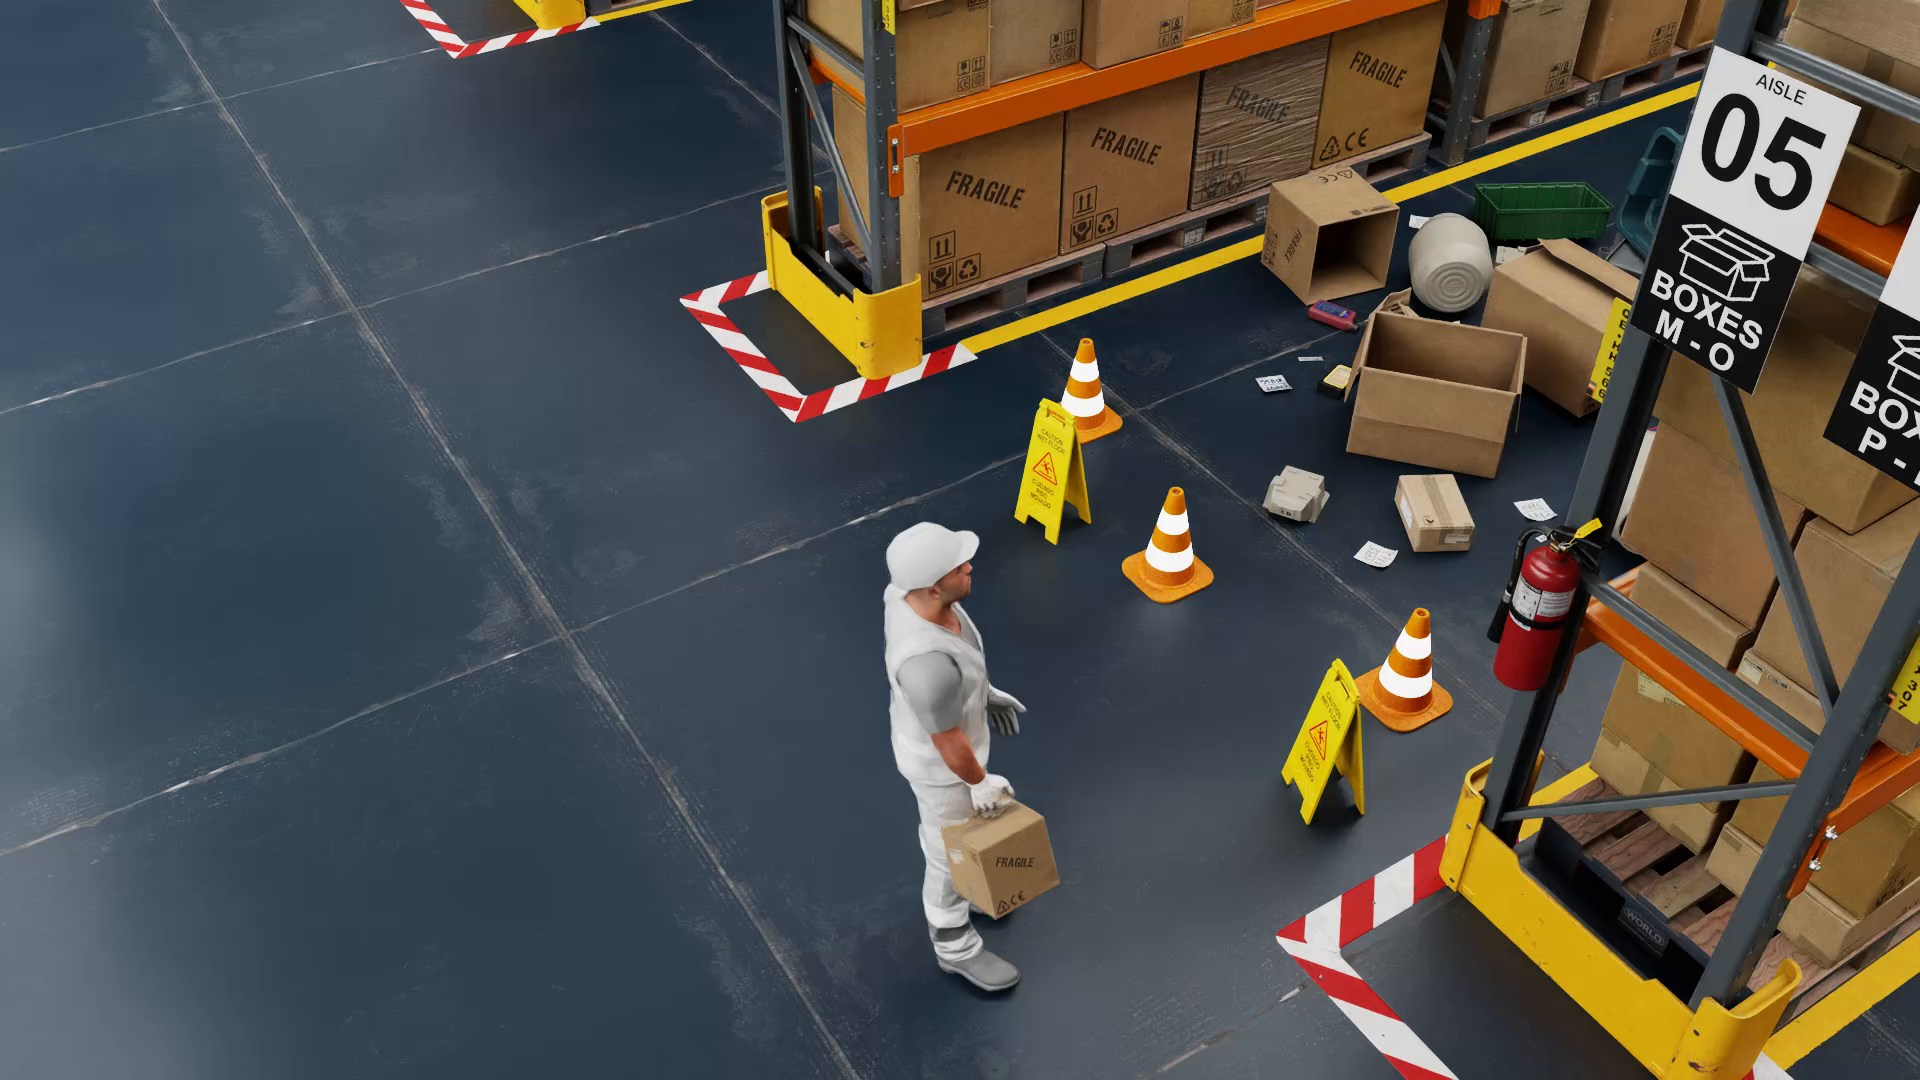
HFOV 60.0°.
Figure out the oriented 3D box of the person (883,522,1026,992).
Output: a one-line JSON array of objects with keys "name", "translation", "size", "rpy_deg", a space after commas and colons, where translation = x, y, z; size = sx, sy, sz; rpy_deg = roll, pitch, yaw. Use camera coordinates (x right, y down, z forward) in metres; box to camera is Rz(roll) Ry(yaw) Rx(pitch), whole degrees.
[{"name": "person", "translation": [0.002, 0.681, 5.309], "size": [0.458, 1.799, 0.580], "rpy_deg": [-3, 41, -4]}]
